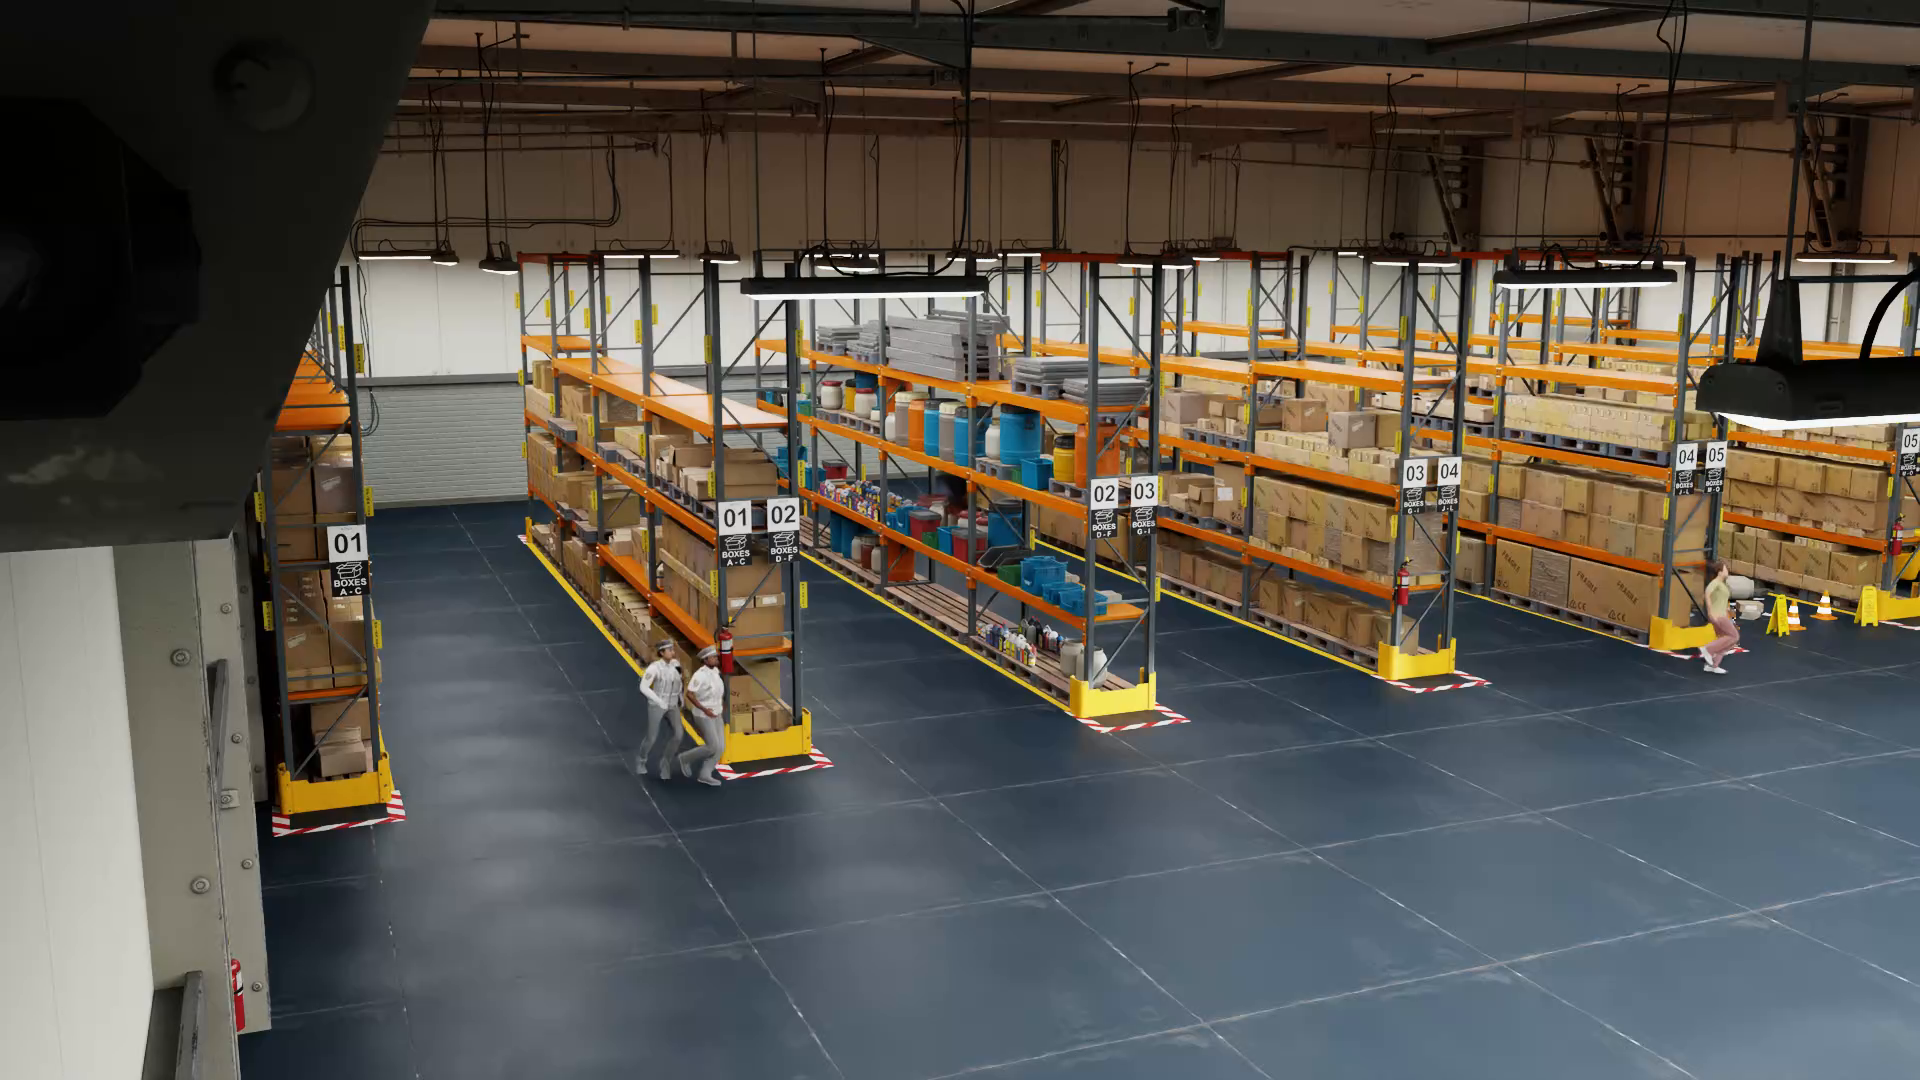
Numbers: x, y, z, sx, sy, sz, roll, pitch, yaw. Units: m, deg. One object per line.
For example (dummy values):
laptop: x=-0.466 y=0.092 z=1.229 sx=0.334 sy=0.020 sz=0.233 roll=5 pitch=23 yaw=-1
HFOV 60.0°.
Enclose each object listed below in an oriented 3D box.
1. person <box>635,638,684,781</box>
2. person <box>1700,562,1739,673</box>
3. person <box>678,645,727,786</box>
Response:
person: x=-3.485 y=1.977 z=19.670 sx=0.673 sy=1.682 sz=0.646 roll=-9 pitch=13 yaw=-39
person: x=11.197 y=1.124 z=24.439 sx=0.515 sy=1.596 sz=0.613 roll=5 pitch=11 yaw=25
person: x=-2.980 y=2.025 z=19.436 sx=0.524 sy=1.660 sz=0.602 roll=4 pitch=11 yaw=21
